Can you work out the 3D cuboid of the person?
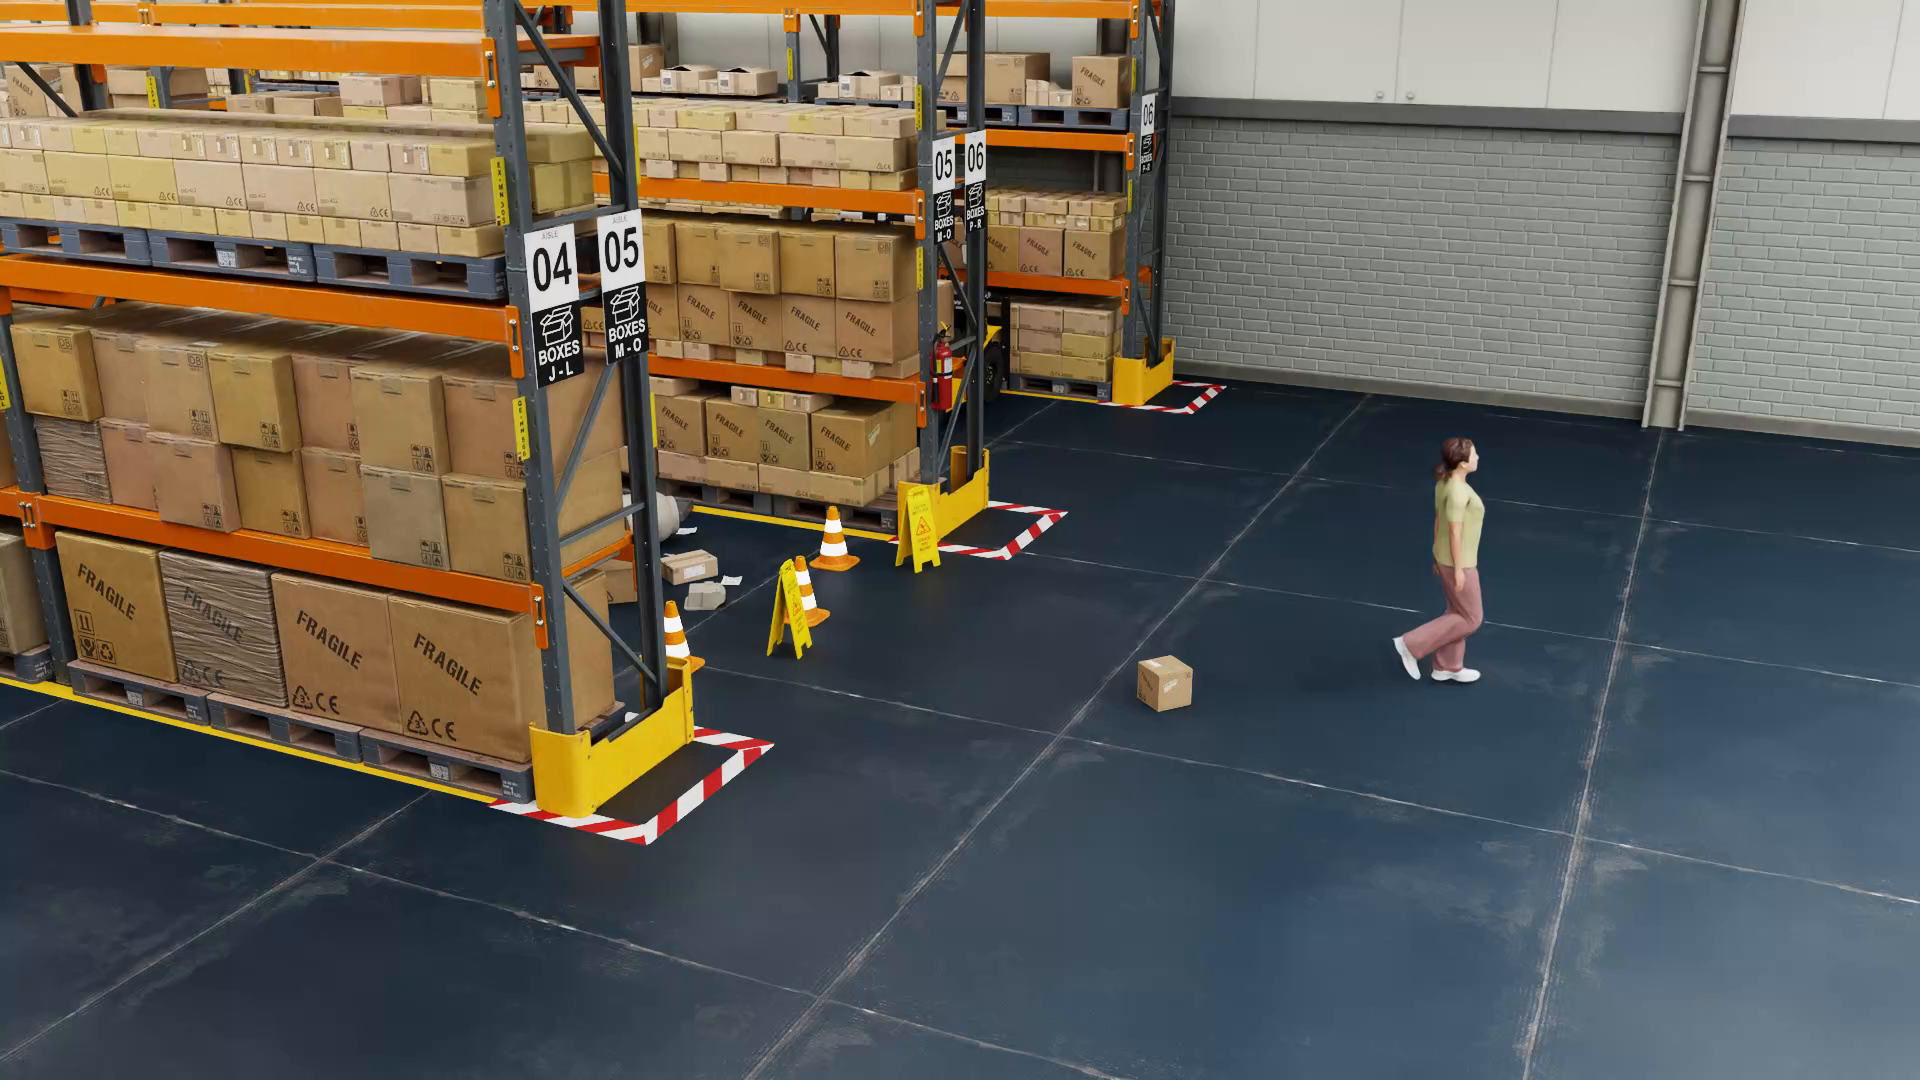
[{"bbox_3d":[3.101,0.141,10.603,0.594,1.658,0.445,2,19,4],"label":"person"}]
